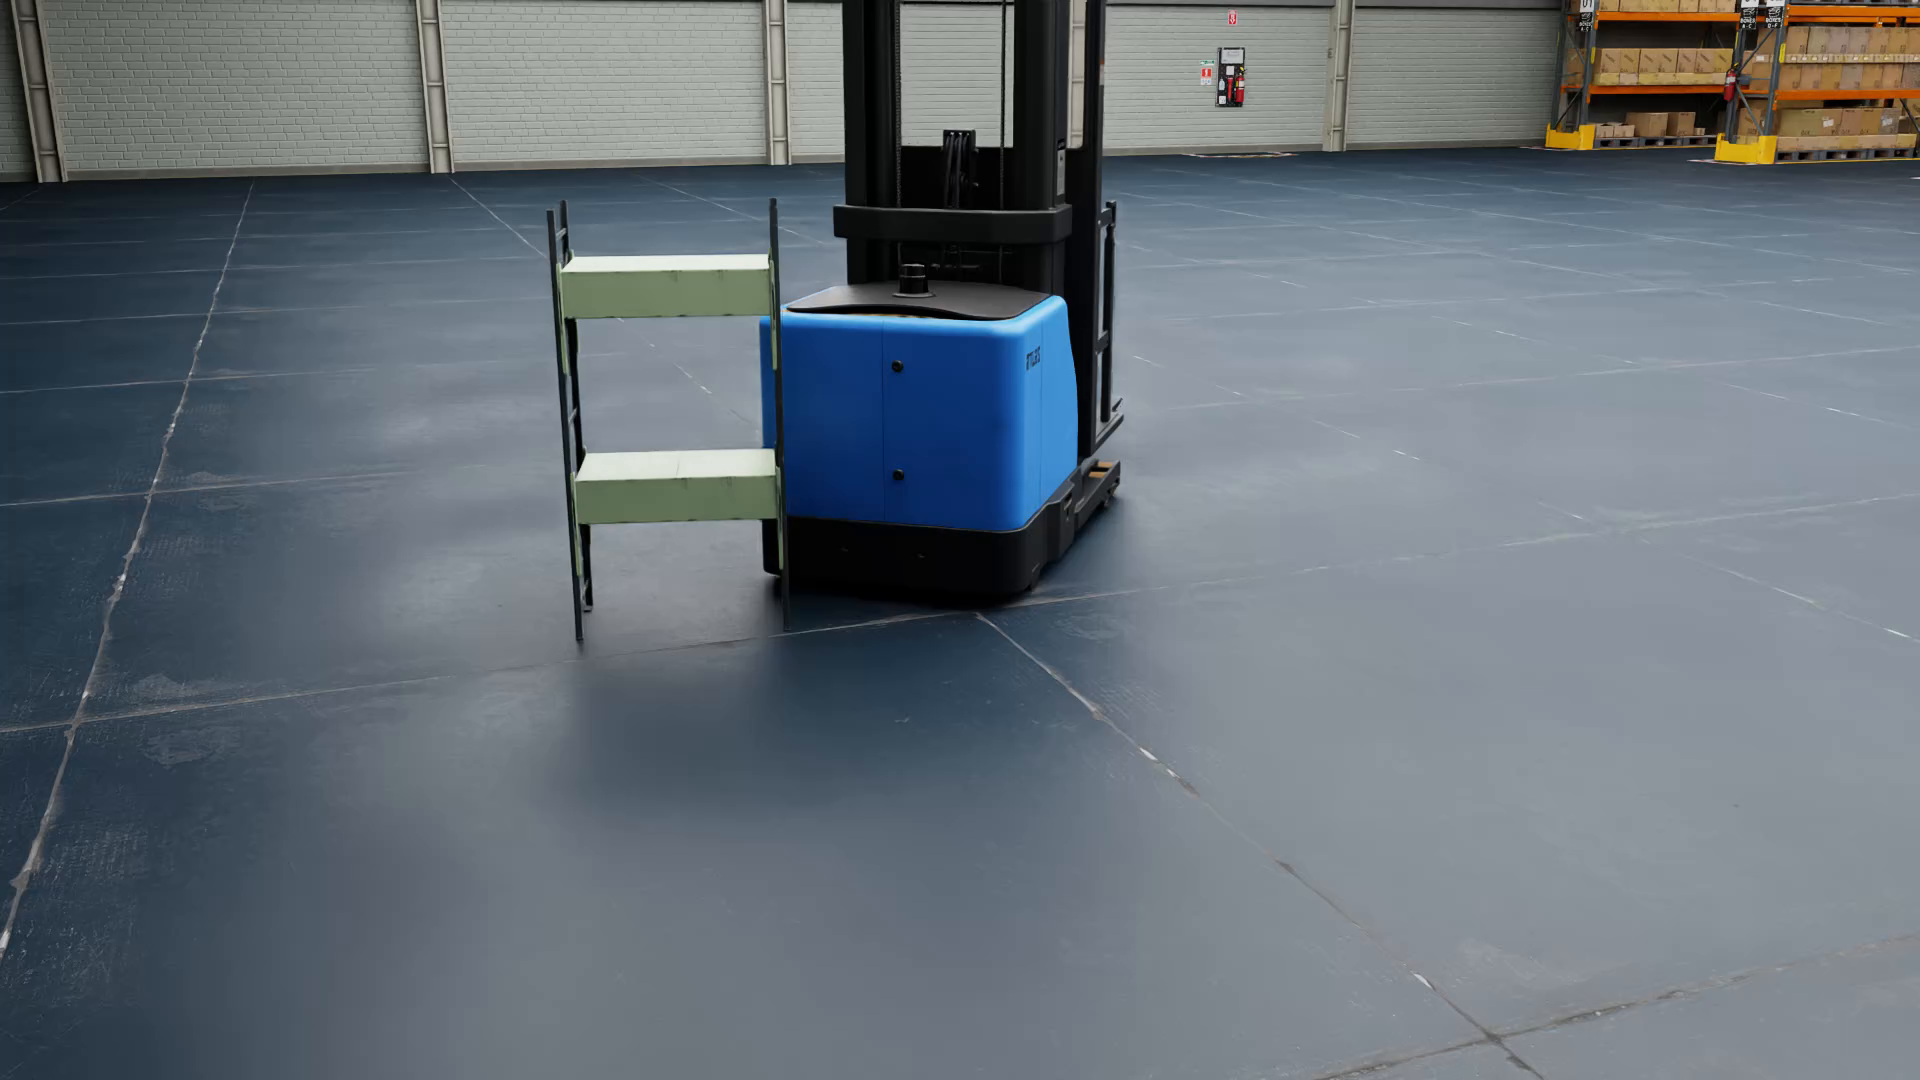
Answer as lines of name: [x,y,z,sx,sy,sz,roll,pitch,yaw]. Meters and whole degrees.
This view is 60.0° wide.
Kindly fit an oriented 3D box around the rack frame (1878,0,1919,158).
rack frame: [18.622,-9.023,32.501,0.127,3.000,1.000,-6,17,-20]

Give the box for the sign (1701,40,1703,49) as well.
sign: [16.644,-11.027,37.270,0.005,0.325,0.100,-6,17,-20]

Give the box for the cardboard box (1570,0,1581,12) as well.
cardboard box: [13.410,-11.528,35.495,0.500,0.500,0.500,-5,17,-16]

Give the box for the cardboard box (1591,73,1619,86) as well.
cardboard box: [13.680,-9.826,35.466,0.500,0.250,0.500,-7,18,-22]

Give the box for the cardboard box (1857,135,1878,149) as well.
cardboard box: [17.335,-7.699,32.126,0.500,0.250,0.500,-6,17,-20]

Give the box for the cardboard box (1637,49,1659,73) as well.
cardboard box: [14.614,-10.287,35.704,0.500,0.500,0.500,-7,18,-22]

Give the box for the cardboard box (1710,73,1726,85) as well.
cardboard box: [16.512,-10.136,36.522,0.500,0.250,0.500,-6,17,-20]

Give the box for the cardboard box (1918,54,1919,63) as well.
cardboard box: [18.445,-9.298,32.110,0.250,0.149,0.380,-6,17,-20]

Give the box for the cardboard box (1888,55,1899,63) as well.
cardboard box: [17.724,-9.220,31.843,0.250,0.149,0.380,-6,17,-20]

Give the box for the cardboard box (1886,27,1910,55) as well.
cardboard box: [17.738,-9.596,31.971,0.500,0.500,0.700,-6,17,-20]

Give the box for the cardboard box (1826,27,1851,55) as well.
cardboard box: [16.336,-9.445,31.457,0.500,0.500,0.700,-6,17,-20]

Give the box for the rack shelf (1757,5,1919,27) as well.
rack shelf: [16.754,-9.915,31.493,4.000,0.370,1.077,-6,17,-20]

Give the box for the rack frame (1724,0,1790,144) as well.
rack frame: [14.887,-8.620,31.127,0.127,3.000,1.000,-6,17,-20]

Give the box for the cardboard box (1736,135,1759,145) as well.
cardboard box: [15.282,-7.634,31.904,0.500,0.250,0.500,-6,17,-20]

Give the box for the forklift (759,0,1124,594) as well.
forklift: [0.126,-1.580,7.275,1.130,2.935,3.031,5,17,15]

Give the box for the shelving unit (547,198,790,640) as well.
shelving unit: [-1.007,-0.432,5.908,0.755,1.500,0.431,-2,16,-6]

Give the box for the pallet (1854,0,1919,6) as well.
pallet: [17.835,-10.327,31.774,1.213,0.211,1.003,-6,17,-20]

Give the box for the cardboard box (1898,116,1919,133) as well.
cardboard box: [18.897,-8.290,33.146,0.500,0.311,0.500,-6,17,-20]

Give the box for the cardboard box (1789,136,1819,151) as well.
cardboard box: [15.933,-7.549,31.615,0.500,0.250,0.500,-6,17,-20]

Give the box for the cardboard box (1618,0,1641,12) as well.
cardboard box: [14.027,-11.432,35.168,0.500,0.500,0.500,-5,17,-16]

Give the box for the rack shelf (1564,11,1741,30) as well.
rack shelf: [14.978,-11.218,35.930,4.000,0.370,1.077,-6,17,-20]

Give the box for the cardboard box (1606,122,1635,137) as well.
cardboard box: [14.321,-8.947,36.234,0.500,0.311,0.500,-5,17,-15]

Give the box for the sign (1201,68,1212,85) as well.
sign: [4.978,-9.365,33.603,0.234,0.329,0.001,-6,17,-20]

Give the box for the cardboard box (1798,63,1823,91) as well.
cardboard box: [15.816,-8.766,31.447,0.500,0.500,0.700,-6,17,-19]

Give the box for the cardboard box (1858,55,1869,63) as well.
cardboard box: [17.011,-9.143,31.581,0.250,0.149,0.380,-6,17,-18]

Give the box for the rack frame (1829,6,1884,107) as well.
rack frame: [20.581,-10.729,38.311,0.127,3.000,1.000,-6,17,-20]

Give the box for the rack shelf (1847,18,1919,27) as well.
rack shelf: [22.448,-12.025,38.676,4.000,0.370,1.077,-6,17,-20]

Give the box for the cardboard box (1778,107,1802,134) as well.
cardboard box: [16.209,-8.099,32.157,0.500,0.500,0.500,-6,17,-20]

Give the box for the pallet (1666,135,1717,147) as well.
pallet: [16.231,-8.911,37.068,1.213,0.211,1.003,-6,17,-20]

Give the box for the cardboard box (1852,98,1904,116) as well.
cardboard box: [21.315,-9.939,38.690,0.750,0.750,0.750,-6,18,-21]

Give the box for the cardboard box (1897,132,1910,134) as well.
cardboard box: [18.905,-8.023,33.231,0.500,0.250,0.500,-6,18,-21]

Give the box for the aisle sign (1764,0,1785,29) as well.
aisle sign: [14.935,-9.780,30.464,0.004,0.787,0.394,-6,17,-20]

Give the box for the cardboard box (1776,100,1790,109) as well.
cardboard box: [18.422,-9.875,37.726,0.500,0.250,0.500,-7,18,-22]

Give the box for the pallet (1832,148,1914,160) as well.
pallet: [17.864,-7.616,32.658,1.213,0.211,1.003,-6,17,-20]

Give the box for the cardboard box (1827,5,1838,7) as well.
cardboard box: [19.337,-12.121,37.509,0.637,0.503,0.797,-4,17,-12]

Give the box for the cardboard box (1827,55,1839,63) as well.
cardboard box: [16.294,-9.066,31.319,0.250,0.149,0.380,-7,18,-22]

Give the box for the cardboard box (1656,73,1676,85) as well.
cardboard box: [15.110,-9.982,35.998,0.500,0.250,0.500,-6,17,-20]

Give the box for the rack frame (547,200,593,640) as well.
rack frame: [-1.371,-0.420,5.868,0.023,1.500,0.400,-2,16,-6]

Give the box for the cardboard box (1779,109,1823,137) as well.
cardboard box: [15.933,-7.908,31.508,0.500,0.500,0.500,-6,17,-20]

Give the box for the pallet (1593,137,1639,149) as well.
pallet: [13.953,-8.665,36.230,1.213,0.211,1.003,-6,17,-20]

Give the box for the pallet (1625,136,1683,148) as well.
pallet: [15.090,-8.787,36.646,1.213,0.211,1.003,-6,17,-20]

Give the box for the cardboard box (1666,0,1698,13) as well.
cardboard box: [15.482,-11.593,35.717,0.500,0.500,0.500,-7,18,-22]

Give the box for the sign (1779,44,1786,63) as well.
sign: [15.080,-8.926,30.495,0.005,0.325,0.100,-6,17,-20]

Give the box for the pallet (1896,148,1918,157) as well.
pallet: [19.296,-7.770,33.181,1.213,0.211,1.003,-6,17,-20]

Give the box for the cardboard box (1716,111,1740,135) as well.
cardboard box: [17.527,-9.416,37.495,0.500,0.500,0.700,-6,17,-18]

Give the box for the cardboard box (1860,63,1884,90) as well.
cardboard box: [17.250,-8.920,31.973,0.500,0.500,0.700,-6,17,-19]

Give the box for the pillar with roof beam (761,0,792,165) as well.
pillar with roof beam: [-1.813,-10.152,25.697,0.400,9.000,9.100,-6,17,-20]

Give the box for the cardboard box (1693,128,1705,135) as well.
cardboard box: [16.357,-9.116,37.064,0.250,0.166,0.380,-9,18,-27]

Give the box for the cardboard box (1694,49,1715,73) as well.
cardboard box: [16.051,-10.442,36.234,0.500,0.500,0.500,-6,17,-20]

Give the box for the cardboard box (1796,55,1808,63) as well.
cardboard box: [15.576,-8.989,31.057,0.250,0.149,0.380,-7,18,-22]

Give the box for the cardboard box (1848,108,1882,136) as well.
cardboard box: [17.330,-8.062,32.032,0.500,0.500,0.500,-6,17,-20]

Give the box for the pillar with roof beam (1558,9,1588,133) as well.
pillar with roof beam: [14.995,-11.967,31.877,0.400,9.000,9.100,-6,17,-20]
